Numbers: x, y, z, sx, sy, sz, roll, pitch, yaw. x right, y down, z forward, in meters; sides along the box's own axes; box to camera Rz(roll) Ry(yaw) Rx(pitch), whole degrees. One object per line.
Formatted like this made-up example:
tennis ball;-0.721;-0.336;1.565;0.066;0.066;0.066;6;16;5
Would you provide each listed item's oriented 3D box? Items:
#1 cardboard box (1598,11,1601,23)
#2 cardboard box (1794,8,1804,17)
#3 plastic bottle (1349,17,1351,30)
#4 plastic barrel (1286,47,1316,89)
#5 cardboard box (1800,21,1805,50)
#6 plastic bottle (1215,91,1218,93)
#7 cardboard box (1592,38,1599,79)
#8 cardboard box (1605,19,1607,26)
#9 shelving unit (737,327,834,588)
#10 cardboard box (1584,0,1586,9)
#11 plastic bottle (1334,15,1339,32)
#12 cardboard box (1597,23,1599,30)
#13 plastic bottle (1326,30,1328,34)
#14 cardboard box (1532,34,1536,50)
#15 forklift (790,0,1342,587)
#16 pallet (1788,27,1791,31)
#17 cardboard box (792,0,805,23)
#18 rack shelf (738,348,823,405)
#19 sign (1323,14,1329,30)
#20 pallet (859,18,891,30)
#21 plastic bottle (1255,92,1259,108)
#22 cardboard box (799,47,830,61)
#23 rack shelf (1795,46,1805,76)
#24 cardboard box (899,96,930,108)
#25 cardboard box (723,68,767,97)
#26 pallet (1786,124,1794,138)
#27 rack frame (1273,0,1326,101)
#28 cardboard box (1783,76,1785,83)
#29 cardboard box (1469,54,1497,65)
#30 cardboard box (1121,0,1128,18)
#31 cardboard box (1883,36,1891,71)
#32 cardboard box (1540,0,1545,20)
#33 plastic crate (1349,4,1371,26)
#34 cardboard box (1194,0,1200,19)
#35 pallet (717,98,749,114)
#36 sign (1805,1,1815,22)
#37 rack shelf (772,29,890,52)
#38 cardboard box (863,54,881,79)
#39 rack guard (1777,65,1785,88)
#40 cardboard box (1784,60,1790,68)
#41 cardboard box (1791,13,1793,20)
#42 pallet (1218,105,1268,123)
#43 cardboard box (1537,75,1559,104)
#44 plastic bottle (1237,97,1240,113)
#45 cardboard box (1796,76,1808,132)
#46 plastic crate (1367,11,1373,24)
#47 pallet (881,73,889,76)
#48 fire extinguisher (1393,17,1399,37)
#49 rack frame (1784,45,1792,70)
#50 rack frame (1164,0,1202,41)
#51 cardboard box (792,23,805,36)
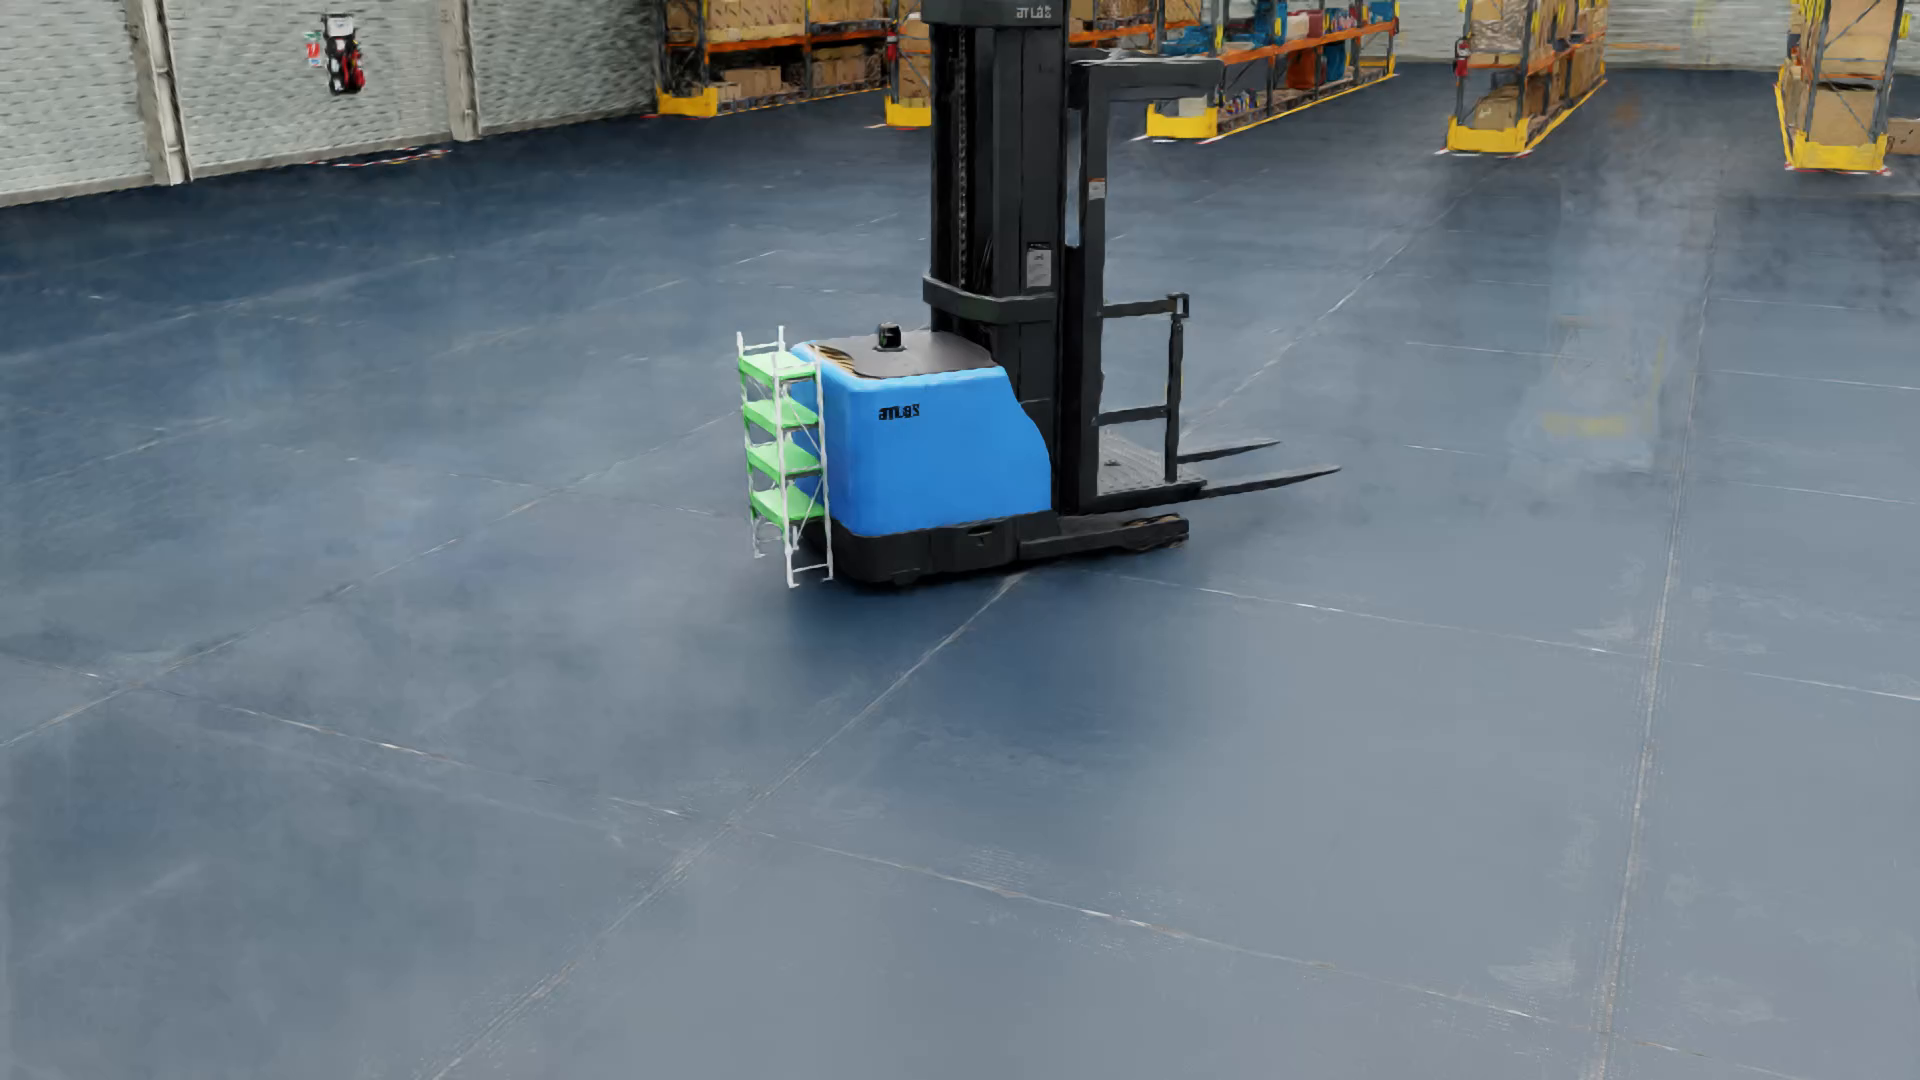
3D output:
cardboard box;14.047;-11.715;37.213;0.500;0.250;0.500;9;22;24
cardboard box;15.828;-9.866;31.093;0.380;0.149;0.250;8;21;21
plastic bottle;8.665;-11.572;37.216;0.152;0.276;0.135;9;21;23
plastic barrel;7.228;-10.011;35.255;0.600;0.830;0.708;9;21;23
cardboard box;15.203;-8.930;29.453;0.500;0.500;0.500;9;21;23
plastic bottle;4.768;-8.246;31.086;0.152;0.276;0.135;9;22;25
cardboard box;13.912;-10.890;37.658;0.875;0.875;0.875;9;21;23
cardboard box;14.993;-12.178;39.109;0.380;0.149;0.250;9;21;24
shelving unit;-0.875;-0.419;8.343;0.258;1.200;0.503;-12;23;-24
cardboard box;12.946;-11.551;35.325;0.797;0.503;0.637;8;21;21
plastic bottle;8.152;-11.221;36.118;0.144;0.351;0.185;9;21;23
cardboard box;14.050;-11.474;37.129;0.380;0.149;0.250;8;21;22
plastic bottle;7.705;-10.855;35.200;0.152;0.276;0.135;9;21;23
cardboard box;8.876;-8.227;27.032;0.875;0.500;0.500;9;21;23
forklift;0.658;-1.463;8.708;3.031;2.935;1.130;-9;21;-24
pallet;17.238;-10.212;33.493;1.003;0.211;1.213;9;21;23
cardboard box;-3.544;-10.926;34.289;0.500;0.500;0.500;8;21;23
rack shelf;-0.888;-0.809;8.197;0.258;0.148;0.480;-12;23;-24
sign;7.548;-10.688;34.301;0.100;0.325;0.005;9;21;23
pallet;-2.190;-11.721;37.736;1.213;0.211;1.003;9;21;23
plastic bottle;5.509;-8.197;30.937;0.061;0.283;0.133;10;22;25
cardboard box;-3.170;-10.566;36.157;0.500;0.250;0.500;8;21;22
rack shelf;15.227;-8.343;29.025;1.077;0.370;4.000;9;21;23
cardboard box;-0.800;-8.026;30.538;0.500;0.250;0.500;9;21;23
cardboard box;-4.326;-9.218;33.487;0.700;0.500;0.500;7;21;19
pallet;14.655;-7.003;28.344;1.003;0.211;1.213;9;21;23
rack frame;7.043;-10.684;34.535;1.000;3.000;0.127;9;21;23
cardboard box;18.283;-10.091;36.494;0.380;0.149;0.250;7;21;20
cardboard box;8.214;-7.556;26.114;0.380;0.149;0.250;9;21;23
cardboard box;3.497;-12.284;38.258;0.700;0.500;0.500;3;20;9
cardboard box;13.430;-7.363;24.972;0.875;0.550;0.550;9;21;23
cardboard box;8.971;-8.500;26.308;0.500;0.500;0.500;9;21;23
plastic crate;9.276;-12.204;38.623;0.402;0.464;0.583;9;21;23
cardboard box;5.867;-13.683;42.819;0.500;0.500;0.500;9;22;24
pallet;-4.875;-8.551;32.698;1.003;0.211;1.213;9;21;23
sign;13.909;-8.650;27.205;0.100;0.325;0.005;9;21;23
rack shelf;-2.814;-11.093;36.758;1.077;0.370;4.000;9;21;23
cardboard box;-2.242;-10.846;38.063;0.700;0.500;0.500;9;21;23
rack guard;19.290;-10.538;37.853;1.175;0.500;0.348;9;21;23
cardboard box;18.574;-10.600;37.038;0.380;0.149;0.250;8;21;23
cardboard box;16.570;-10.276;32.692;0.380;0.149;0.250;8;21;22
pallet;5.092;-7.948;31.002;1.003;0.211;1.213;9;21;23
cardboard box;11.090;-8.655;31.904;0.700;0.500;0.500;7;21;18
plastic bottle;4.975;-7.807;29.860;0.097;0.271;0.097;0;20;0
cardboard box;13.721;-6.808;26.181;0.875;0.875;0.875;9;21;23
plastic crate;9.475;-12.321;39.224;0.437;0.282;0.530;9;21;23
pallet;-1.603;-10.960;39.473;1.003;0.211;1.213;9;21;23
fire extinguisher;10.796;-12.901;41.441;0.296;0.674;0.183;9;21;23
rack frame;19.322;-11.739;37.500;1.000;3.000;0.127;9;21;23
rack frame;5.802;-13.811;43.326;1.000;3.000;0.127;9;21;23
cardboard box;-3.550;-10.573;34.416;0.500;0.250;0.500;9;21;23
